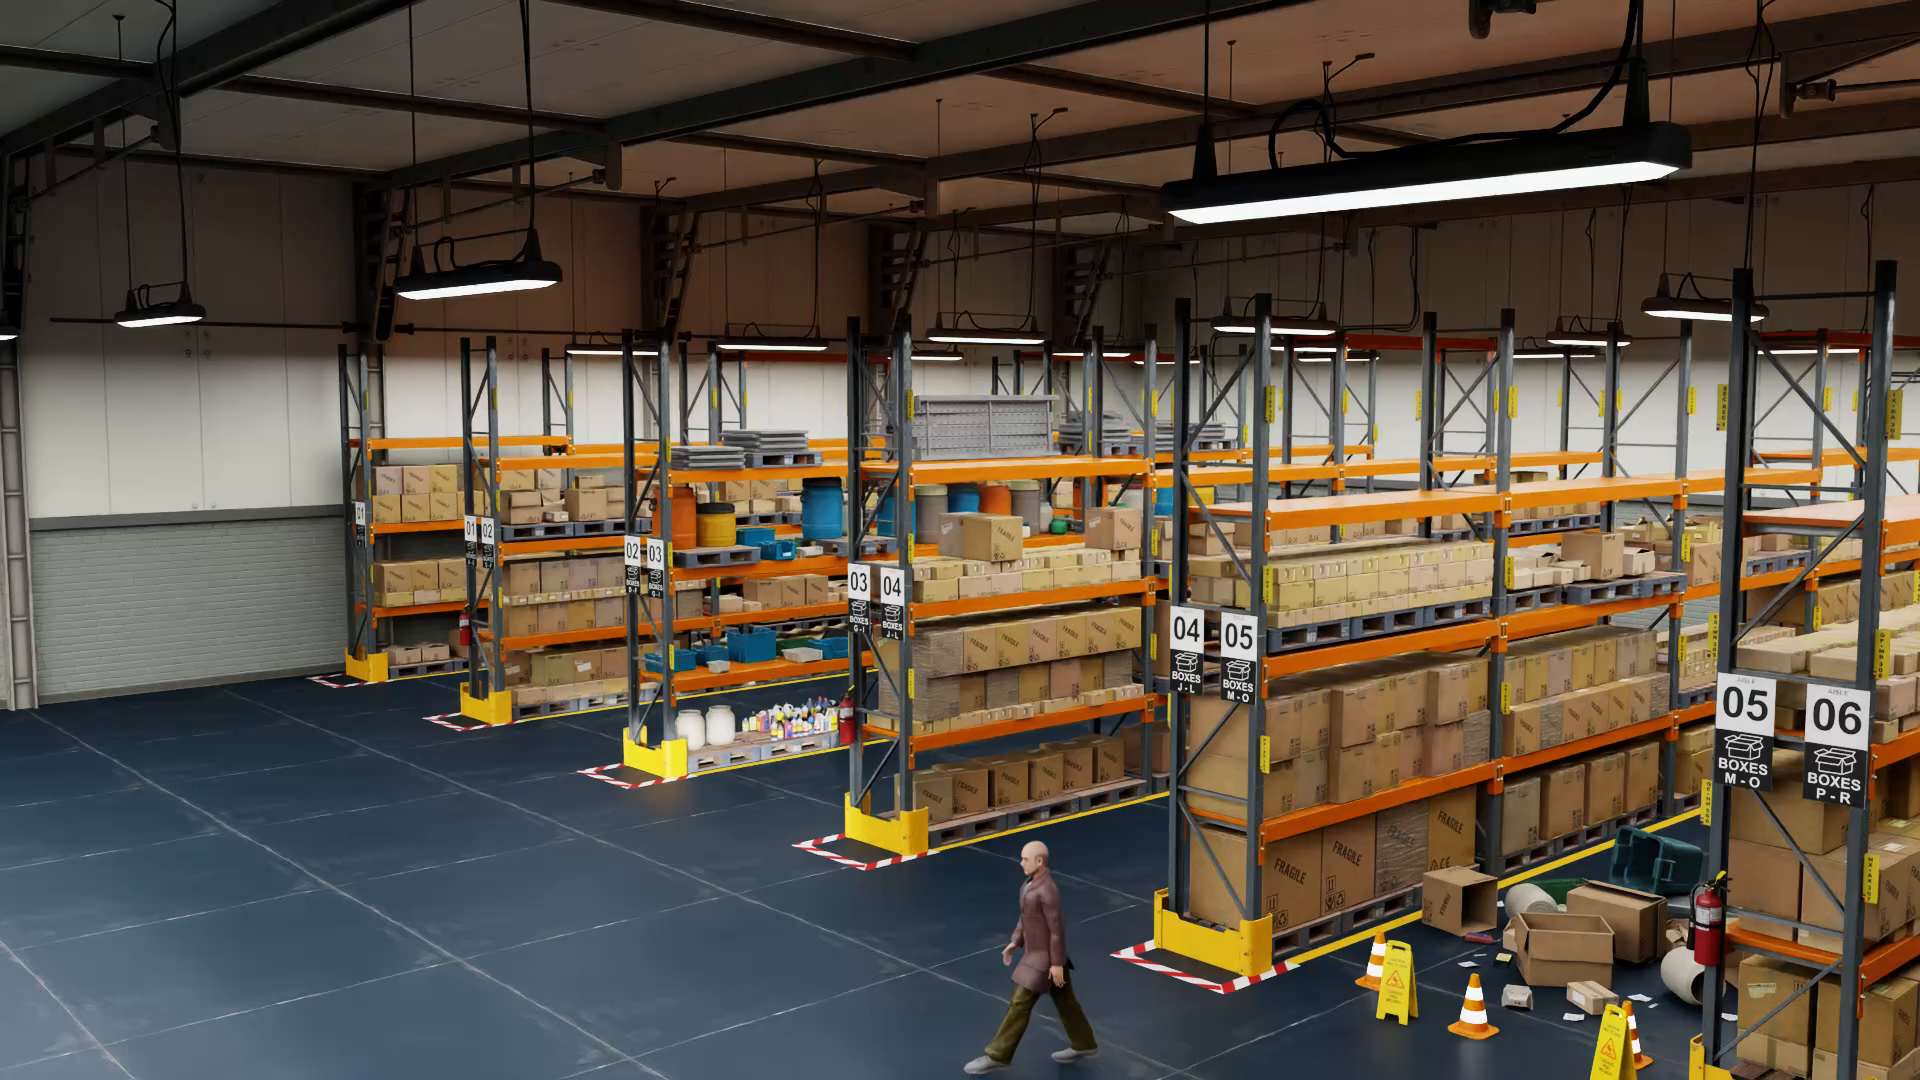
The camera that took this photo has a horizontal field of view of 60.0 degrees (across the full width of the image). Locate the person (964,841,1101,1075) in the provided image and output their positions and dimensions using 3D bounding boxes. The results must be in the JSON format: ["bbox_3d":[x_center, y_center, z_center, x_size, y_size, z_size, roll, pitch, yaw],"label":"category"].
[{"bbox_3d":[0.552,3.144,12.621,1.060,1.732,0.607,0,5,-2],"label":"person"}]
